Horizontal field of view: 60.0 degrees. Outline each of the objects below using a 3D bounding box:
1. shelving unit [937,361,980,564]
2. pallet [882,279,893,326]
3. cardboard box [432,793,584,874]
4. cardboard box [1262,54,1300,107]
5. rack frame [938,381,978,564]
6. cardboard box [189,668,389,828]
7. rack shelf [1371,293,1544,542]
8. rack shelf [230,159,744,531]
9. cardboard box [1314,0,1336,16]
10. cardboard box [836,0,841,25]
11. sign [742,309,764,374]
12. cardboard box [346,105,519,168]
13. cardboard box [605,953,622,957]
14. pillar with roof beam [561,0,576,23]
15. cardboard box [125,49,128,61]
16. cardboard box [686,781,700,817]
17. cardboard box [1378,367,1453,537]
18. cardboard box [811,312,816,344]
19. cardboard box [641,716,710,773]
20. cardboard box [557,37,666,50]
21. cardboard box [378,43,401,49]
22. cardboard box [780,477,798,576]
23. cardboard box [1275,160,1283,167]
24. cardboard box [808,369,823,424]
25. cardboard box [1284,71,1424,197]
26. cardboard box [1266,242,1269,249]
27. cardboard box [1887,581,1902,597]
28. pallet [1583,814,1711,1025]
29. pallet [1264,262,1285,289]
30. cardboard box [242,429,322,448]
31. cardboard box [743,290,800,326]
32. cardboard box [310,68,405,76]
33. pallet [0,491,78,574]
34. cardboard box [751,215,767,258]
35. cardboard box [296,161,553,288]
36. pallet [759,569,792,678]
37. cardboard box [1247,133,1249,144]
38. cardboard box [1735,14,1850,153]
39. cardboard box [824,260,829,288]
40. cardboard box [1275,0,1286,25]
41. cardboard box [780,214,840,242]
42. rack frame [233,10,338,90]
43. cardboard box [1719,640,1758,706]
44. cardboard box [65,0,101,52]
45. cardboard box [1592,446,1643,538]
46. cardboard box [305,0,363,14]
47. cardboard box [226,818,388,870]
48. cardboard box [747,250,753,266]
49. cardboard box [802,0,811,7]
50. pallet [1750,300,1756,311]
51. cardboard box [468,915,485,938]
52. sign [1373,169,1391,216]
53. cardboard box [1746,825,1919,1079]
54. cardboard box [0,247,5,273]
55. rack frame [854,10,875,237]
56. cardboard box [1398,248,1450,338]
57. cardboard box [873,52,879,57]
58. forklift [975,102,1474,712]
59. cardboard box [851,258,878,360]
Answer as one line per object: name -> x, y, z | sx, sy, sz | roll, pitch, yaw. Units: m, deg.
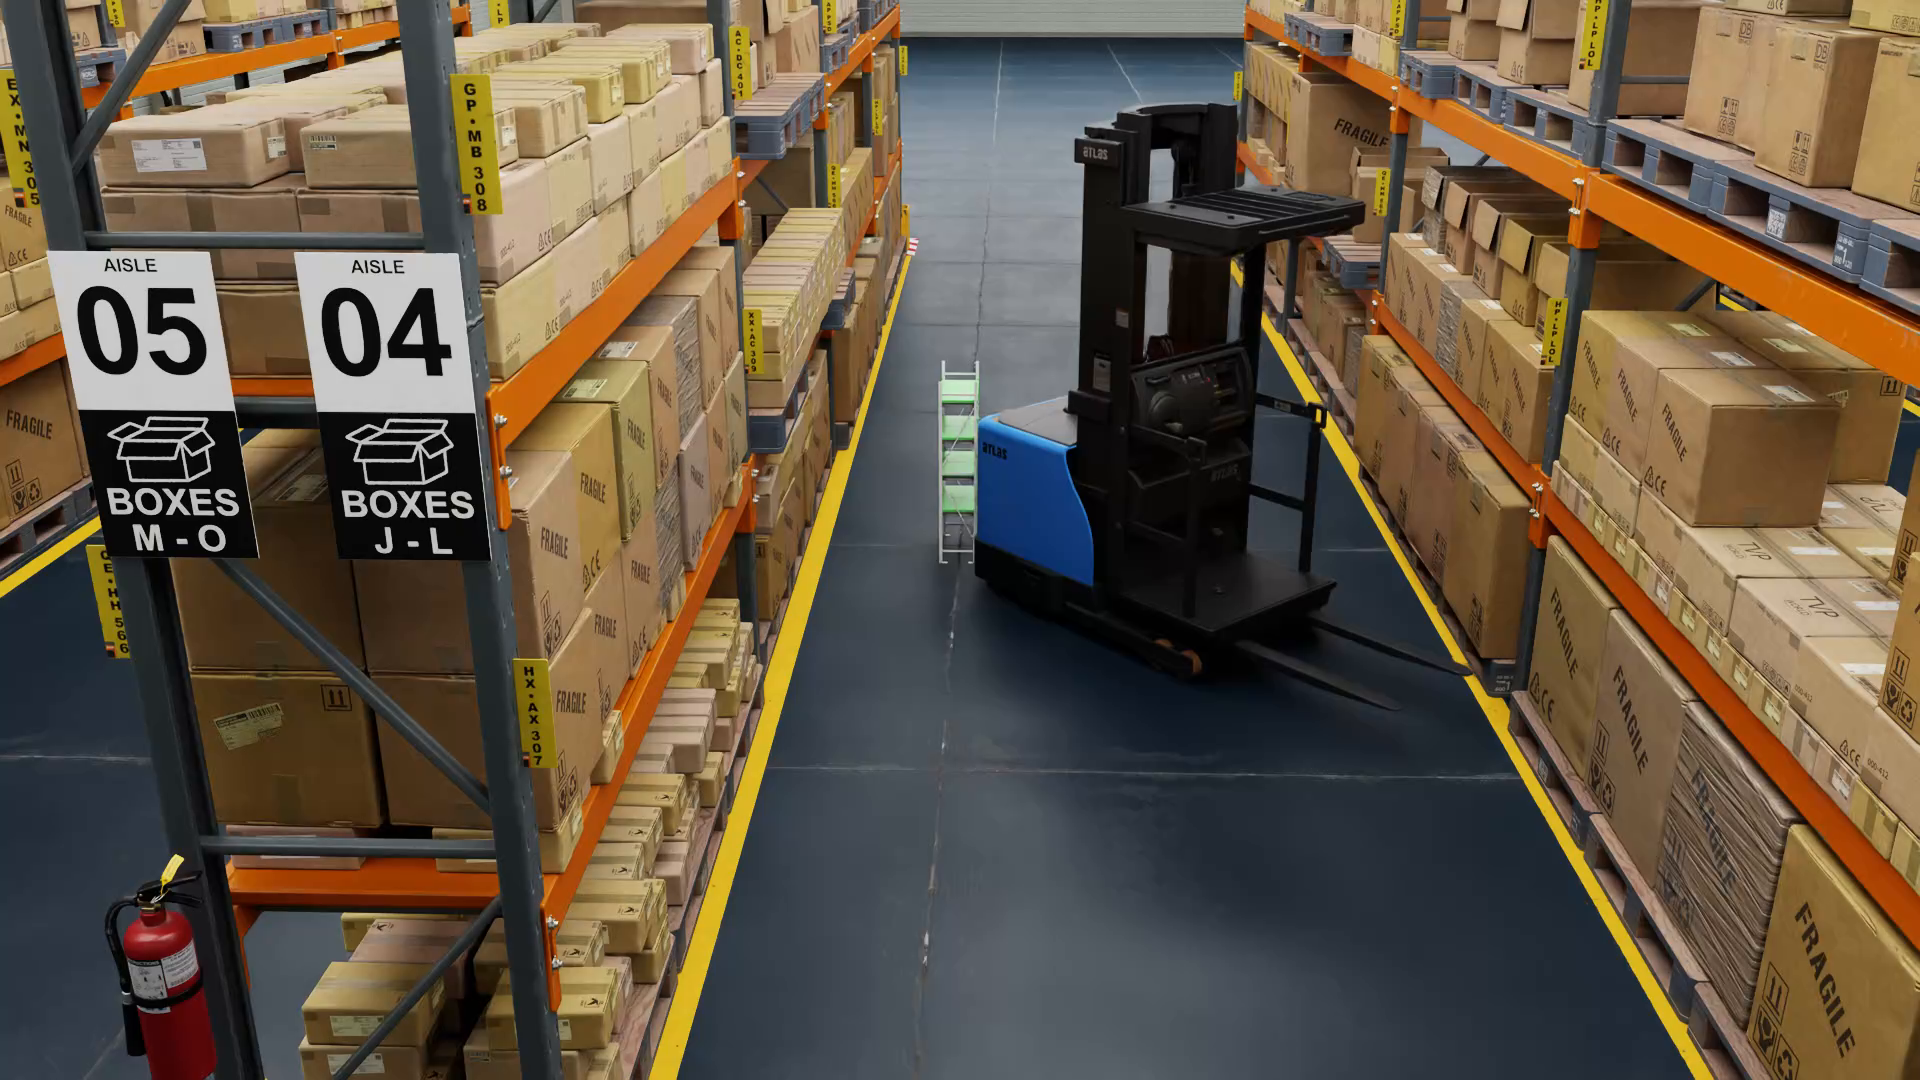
shelving unit -> -0.005, -0.500, 10.658 | 0.258, 1.200, 0.503 | 1, 21, 2
pallet -> -1.222, -2.446, 17.042 | 1.003, 0.211, 1.213 | 1, 21, 2
cardboard box -> -1.351, 0.870, 4.987 | 0.380, 0.149, 0.250 | 0, 21, 1
cardboard box -> 3.419, -4.741, 17.169 | 0.500, 0.500, 0.500 | 1, 21, 2
rack frame -> -0.012, -0.411, 10.430 | 0.240, 1.200, 0.015 | 1, 21, 2
cardboard box -> -1.932, 0.516, 5.003 | 0.500, 0.500, 0.500 | 1, 21, 3
rack shelf -> 3.449, -0.876, 10.136 | 1.077, 0.370, 4.000 | 1, 21, 2
rack shelf -> -1.627, -0.920, 6.100 | 1.077, 0.370, 4.000 | 1, 21, 2
cardboard box -> 3.518, -4.855, 14.524 | 0.797, 0.503, 0.637 | 0, 21, -1
cardboard box -> -1.188, -4.037, 12.629 | 0.500, 0.250, 0.500 | 1, 21, 3
sign -> -1.024, -0.980, 8.212 | 0.100, 0.325, 0.005 | 1, 21, 2
cardboard box -> -1.425, -1.088, 4.503 | 0.380, 0.149, 0.250 | 1, 21, 4
cardboard box -> -1.432, 1.487, 6.000 | 0.380, 0.149, 0.250 | 1, 21, 2
pillar with roof beam -> -6.821, -18.344, 45.867 | 9.100, 9.000, 0.400 | 1, 21, 2
cardboard box -> -6.216, -3.437, 11.942 | 0.380, 0.149, 0.250 | 1, 21, 2
cardboard box -> -1.345, 1.167, 7.236 | 0.380, 0.149, 0.250 | 1, 21, 3
cardboard box -> 3.433, -0.569, 10.705 | 1.225, 0.875, 0.875 | 1, 21, 2
cardboard box -> -1.061, -1.268, 9.917 | 0.380, 0.149, 0.250 | 0, 21, 1
cardboard box -> -1.284, 0.880, 7.152 | 0.380, 0.149, 0.250 | 0, 21, 0
cardboard box -> -1.392, -1.933, 6.682 | 0.380, 0.149, 0.250 | 1, 21, 4
cardboard box -> -5.973, -5.218, 18.399 | 0.700, 0.500, 0.500 | 1, 21, 2
cardboard box -> -1.265, -0.066, 9.927 | 0.500, 0.500, 0.500 | 2, 21, 4
cardboard box -> 3.432, -3.796, 17.014 | 0.380, 0.149, 0.250 | 1, 21, 2
cardboard box -> -1.208, -0.973, 11.229 | 0.500, 0.250, 0.500 | 1, 21, 2
cardboard box -> 3.467, -3.571, 14.676 | 1.000, 1.000, 1.000 | 1, 21, 2
cardboard box -> 3.717, -3.632, 19.119 | 0.500, 0.500, 0.500 | 5, 22, 12
cardboard box -> 3.579, 0.349, 5.780 | 0.500, 0.250, 0.500 | 0, 21, 0
pallet -> 3.252, 1.528, 6.800 | 1.003, 0.211, 1.213 | 1, 21, 2
pallet -> 3.651, -2.767, 17.868 | 1.003, 0.211, 1.213 | 1, 21, 2
cardboard box -> -1.908, -0.136, 5.302 | 0.500, 0.500, 0.500 | 0, 21, 0
cardboard box -> -1.082, -1.267, 9.091 | 0.380, 0.149, 0.250 | 1, 21, 2
cardboard box -> -1.901, -1.467, 5.482 | 0.380, 0.149, 0.250 | 1, 21, 3
pallet -> -6.535, -0.020, 10.788 | 1.003, 0.211, 1.213 | 1, 21, 2
cardboard box -> -1.700, -2.238, 12.513 | 0.500, 0.500, 0.500 | 1, 21, 2
cardboard box -> -1.415, -0.855, 4.454 | 0.500, 0.250, 0.500 | 1, 21, 2
pallet -> -1.544, 0.439, 9.606 | 1.003, 0.211, 1.213 | 1, 21, 2
cardboard box -> 3.506, -4.610, 19.111 | 0.380, 0.149, 0.250 | 1, 21, 2
cardboard box -> 3.403, -1.698, 6.255 | 0.700, 0.500, 0.500 | 2, 21, 4
cardboard box -> -1.035, -1.688, 10.587 | 0.380, 0.149, 0.250 | 0, 21, 1
cardboard box -> 3.421, -5.250, 16.475 | 0.500, 0.250, 0.500 | 0, 21, 1
cardboard box -> -1.012, -2.109, 11.262 | 0.380, 0.149, 0.250 | 0, 21, 1
rack frame -> -6.274, -3.490, 15.878 | 1.000, 3.000, 0.127 | 1, 21, 2
cardboard box -> 2.985, 0.479, 5.994 | 0.380, 0.149, 0.250 | 1, 21, 2
cardboard box -> -6.256, -3.548, 11.157 | 0.797, 0.503, 0.637 | -1, 21, -2
cardboard box -> 3.092, -0.211, 7.221 | 0.500, 0.250, 0.500 | 1, 21, 1
cardboard box -> -5.987, -5.114, 15.710 | 0.500, 0.250, 0.500 | 0, 21, 0
cardboard box -> -1.961, 0.863, 5.006 | 0.380, 0.149, 0.250 | 1, 21, 2
cardboard box -> -1.660, -1.945, 11.662 | 0.380, 0.149, 0.250 | 0, 21, 1
cardboard box -> -1.198, -3.679, 11.020 | 0.396, 0.266, 0.258 | 1, 21, 2
pallet -> 8.644, -2.269, 16.585 | 1.003, 0.211, 1.213 | 1, 21, 2
cardboard box -> -1.944, 1.479, 6.019 | 0.380, 0.149, 0.250 | 0, 21, -1
sign -> 2.967, -2.440, 11.681 | 0.100, 0.325, 0.005 | 1, 21, 2
cardboard box -> 3.206, 1.520, 5.321 | 0.875, 0.875, 0.875 | 1, 21, 2
cardboard box -> -6.202, -1.819, 10.050 | 0.500, 0.500, 0.500 | 0, 21, 1
rack frame -> -1.323, -3.472, 15.831 | 1.000, 3.000, 0.127 | 1, 21, 2
cardboard box -> 3.209, -1.622, 10.925 | 0.500, 0.500, 0.500 | 0, 21, 0
cardboard box -> -1.329, -4.957, 17.958 | 0.875, 0.550, 0.550 | 1, 21, 2
forklift -> 1.432, -0.806, 9.056 | 1.130, 2.935, 3.031 | -17, 27, -37
cardboard box -> -1.285, -2.045, 14.682 | 1.050, 0.750, 0.750 | 1, 21, 2
